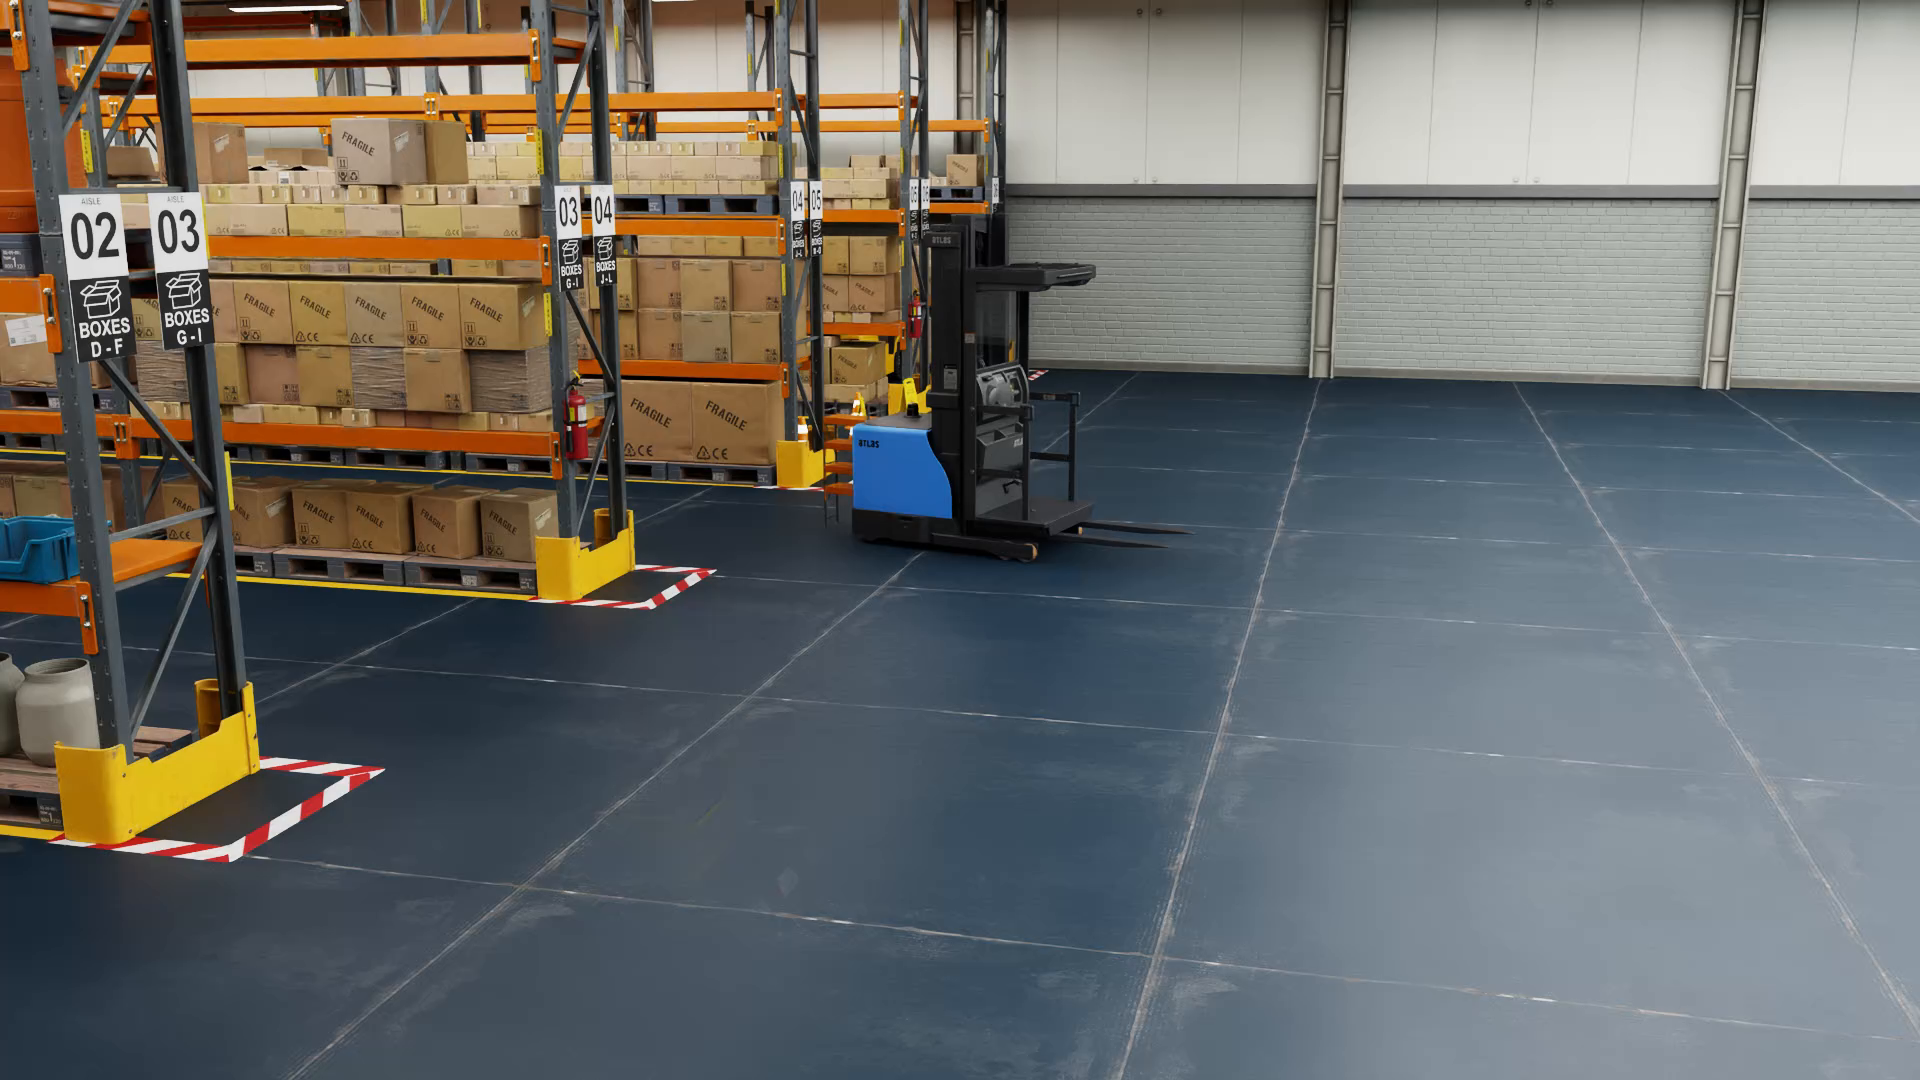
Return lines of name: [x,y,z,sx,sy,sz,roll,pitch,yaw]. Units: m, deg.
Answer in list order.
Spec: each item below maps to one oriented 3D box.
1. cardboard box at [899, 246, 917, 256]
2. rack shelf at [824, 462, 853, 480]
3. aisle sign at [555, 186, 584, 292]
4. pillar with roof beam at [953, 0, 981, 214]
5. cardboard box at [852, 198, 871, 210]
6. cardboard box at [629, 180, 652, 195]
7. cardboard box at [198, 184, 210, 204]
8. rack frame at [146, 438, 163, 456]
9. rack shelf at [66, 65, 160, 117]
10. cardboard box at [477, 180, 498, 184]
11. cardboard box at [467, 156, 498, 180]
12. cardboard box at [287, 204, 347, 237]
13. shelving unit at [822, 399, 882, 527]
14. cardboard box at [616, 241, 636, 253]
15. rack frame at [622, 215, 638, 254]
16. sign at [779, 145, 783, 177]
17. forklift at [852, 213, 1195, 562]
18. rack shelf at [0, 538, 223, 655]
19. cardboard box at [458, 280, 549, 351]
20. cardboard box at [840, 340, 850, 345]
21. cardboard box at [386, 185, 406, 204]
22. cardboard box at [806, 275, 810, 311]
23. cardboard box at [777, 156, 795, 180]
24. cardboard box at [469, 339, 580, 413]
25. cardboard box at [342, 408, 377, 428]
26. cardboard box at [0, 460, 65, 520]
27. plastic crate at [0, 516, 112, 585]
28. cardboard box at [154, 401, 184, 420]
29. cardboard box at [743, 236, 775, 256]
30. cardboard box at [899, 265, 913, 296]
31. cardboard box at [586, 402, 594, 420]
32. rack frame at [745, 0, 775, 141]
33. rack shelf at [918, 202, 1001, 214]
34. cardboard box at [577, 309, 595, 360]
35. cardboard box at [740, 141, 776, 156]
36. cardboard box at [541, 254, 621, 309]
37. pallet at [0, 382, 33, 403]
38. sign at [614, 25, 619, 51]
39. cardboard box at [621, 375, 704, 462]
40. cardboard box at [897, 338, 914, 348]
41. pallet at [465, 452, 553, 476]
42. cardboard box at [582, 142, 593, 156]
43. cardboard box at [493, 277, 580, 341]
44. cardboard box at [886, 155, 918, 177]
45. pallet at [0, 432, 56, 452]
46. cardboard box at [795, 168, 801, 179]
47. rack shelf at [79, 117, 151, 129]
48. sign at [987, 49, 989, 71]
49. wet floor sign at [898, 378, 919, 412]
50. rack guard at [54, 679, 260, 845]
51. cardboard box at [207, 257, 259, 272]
cardboard box: [-0.829,-4.755,27.343,0.250,0.149,0.380,3,13,15]
rack shelf: [-1.011,-0.639,15.670,0.480,0.148,0.258,6,14,27]
aisle sign: [-2.992,-2.312,12.745,0.004,0.787,0.394,3,13,14]
pillar with roof beam: [-0.911,-6.487,23.711,0.548,9.000,9.100,3,13,14]
cardboard box: [-1.268,-4.501,22.266,0.250,0.149,0.380,3,13,14]
cardboard box: [-3.331,-3.755,17.703,0.250,0.149,0.380,3,13,14]
cardboard box: [-6.088,-2.803,13.459,0.250,0.149,0.380,3,13,14]
rack frame: [-9.460,-2.562,19.874,0.127,3.000,1.000,3,13,14]
rack shelf: [-8.805,-3.803,14.200,4.000,0.370,1.077,3,13,14]
cardboard box: [-5.053,-3.847,18.118,0.250,0.149,0.380,3,13,14]
cardboard box: [-5.169,-4.061,18.162,0.500,0.250,0.500,3,13,14]
cardboard box: [-4.979,-2.551,13.243,0.500,0.250,0.500,3,13,13]
shelving unit: [-1.011,-0.704,15.655,0.503,1.200,0.258,6,14,27]
cardboard box: [-4.861,-4.215,23.940,0.250,0.149,0.380,3,13,13]
rack frame: [-4.489,-3.401,23.654,0.127,3.000,1.000,3,13,14]
sign: [-1.837,-3.892,17.080,0.005,0.325,0.100,3,13,14]
forklift: [0.560,-1.368,14.650,3.031,2.935,1.130,6,14,27]
rack shelf: [-6.108,0.180,9.176,4.000,0.370,1.077,3,13,14]
cardboard box: [-3.573,-1.768,13.068,0.500,0.500,0.500,3,13,14]
cardboard box: [-1.854,-2.550,23.463,0.500,0.500,0.500,3,13,11]
cardboard box: [-4.301,-2.720,13.087,0.250,0.149,0.380,3,13,14]
cardboard box: [-2.169,-3.411,22.783,0.500,0.500,0.500,3,13,13]
cardboard box: [-2.101,-4.016,17.962,0.500,0.250,0.500,3,13,13]
cardboard box: [-3.507,-1.338,13.437,0.500,0.500,0.875,3,13,14]
cardboard box: [-4.788,-1.014,13.475,0.250,0.149,0.380,3,13,14]
cardboard box: [-8.456,-0.406,14.908,0.500,0.500,0.700,2,13,9]
plastic crate: [-4.724,0.042,8.480,0.616,0.251,0.499,3,13,14]
cardboard box: [-6.487,-1.104,13.882,0.250,0.149,0.380,3,13,14]
cardboard box: [-2.614,-3.944,22.875,0.500,0.500,0.700,3,13,13]
cardboard box: [-0.960,-4.312,27.529,0.500,0.500,0.500,3,13,12]
cardboard box: [-3.200,-1.052,13.645,0.250,0.149,0.380,3,13,14]
rack frame: [-3.303,-7.374,27.710,0.127,3.000,1.000,3,13,14]
rack shelf: [-1.362,-5.454,27.645,4.000,0.370,1.077,3,13,14]
cardboard box: [-4.180,-2.335,18.502,0.550,0.550,0.875,3,13,14]
cardboard box: [-2.102,-4.078,17.320,0.250,0.149,0.380,3,13,14]
cardboard box: [-4.174,-2.868,18.411,0.550,0.550,0.875,3,13,14]
pallet: [-8.815,-1.337,14.793,1.213,0.211,1.003,3,13,14]
sign: [-4.616,-6.746,22.358,0.005,0.325,0.100,3,13,14]
cardboard box: [-3.222,-1.381,18.487,0.875,0.875,0.875,3,13,13]
cardboard box: [-0.958,-3.354,27.668,0.500,0.250,0.500,3,13,12]
pallet: [-4.857,-0.938,18.989,1.213,0.211,1.003,3,13,14]
cardboard box: [-3.828,-4.170,17.735,0.250,0.149,0.380,3,13,13]
cardboard box: [-3.449,-1.877,13.561,0.500,0.500,0.500,3,13,14]
cardboard box: [-0.879,-6.050,27.239,0.500,0.500,0.700,3,13,14]
pallet: [-11.400,-1.306,20.648,1.213,0.211,1.003,3,13,14]
cardboard box: [-2.215,-4.968,22.531,0.250,0.149,0.380,3,13,12]
rack shelf: [-14.198,-6.302,25.464,4.000,0.370,1.077,3,13,14]
sign: [0.436,-7.548,26.153,0.005,0.325,0.100,3,13,14]
wet floor sign: [-0.678,-1.809,21.915,0.232,0.644,0.267,8,15,33]
rack guard: [-4.252,1.158,8.875,0.348,0.500,1.175,3,13,14]
cardboard box: [-8.536,-3.048,19.524,0.500,0.500,0.700,3,13,13]
